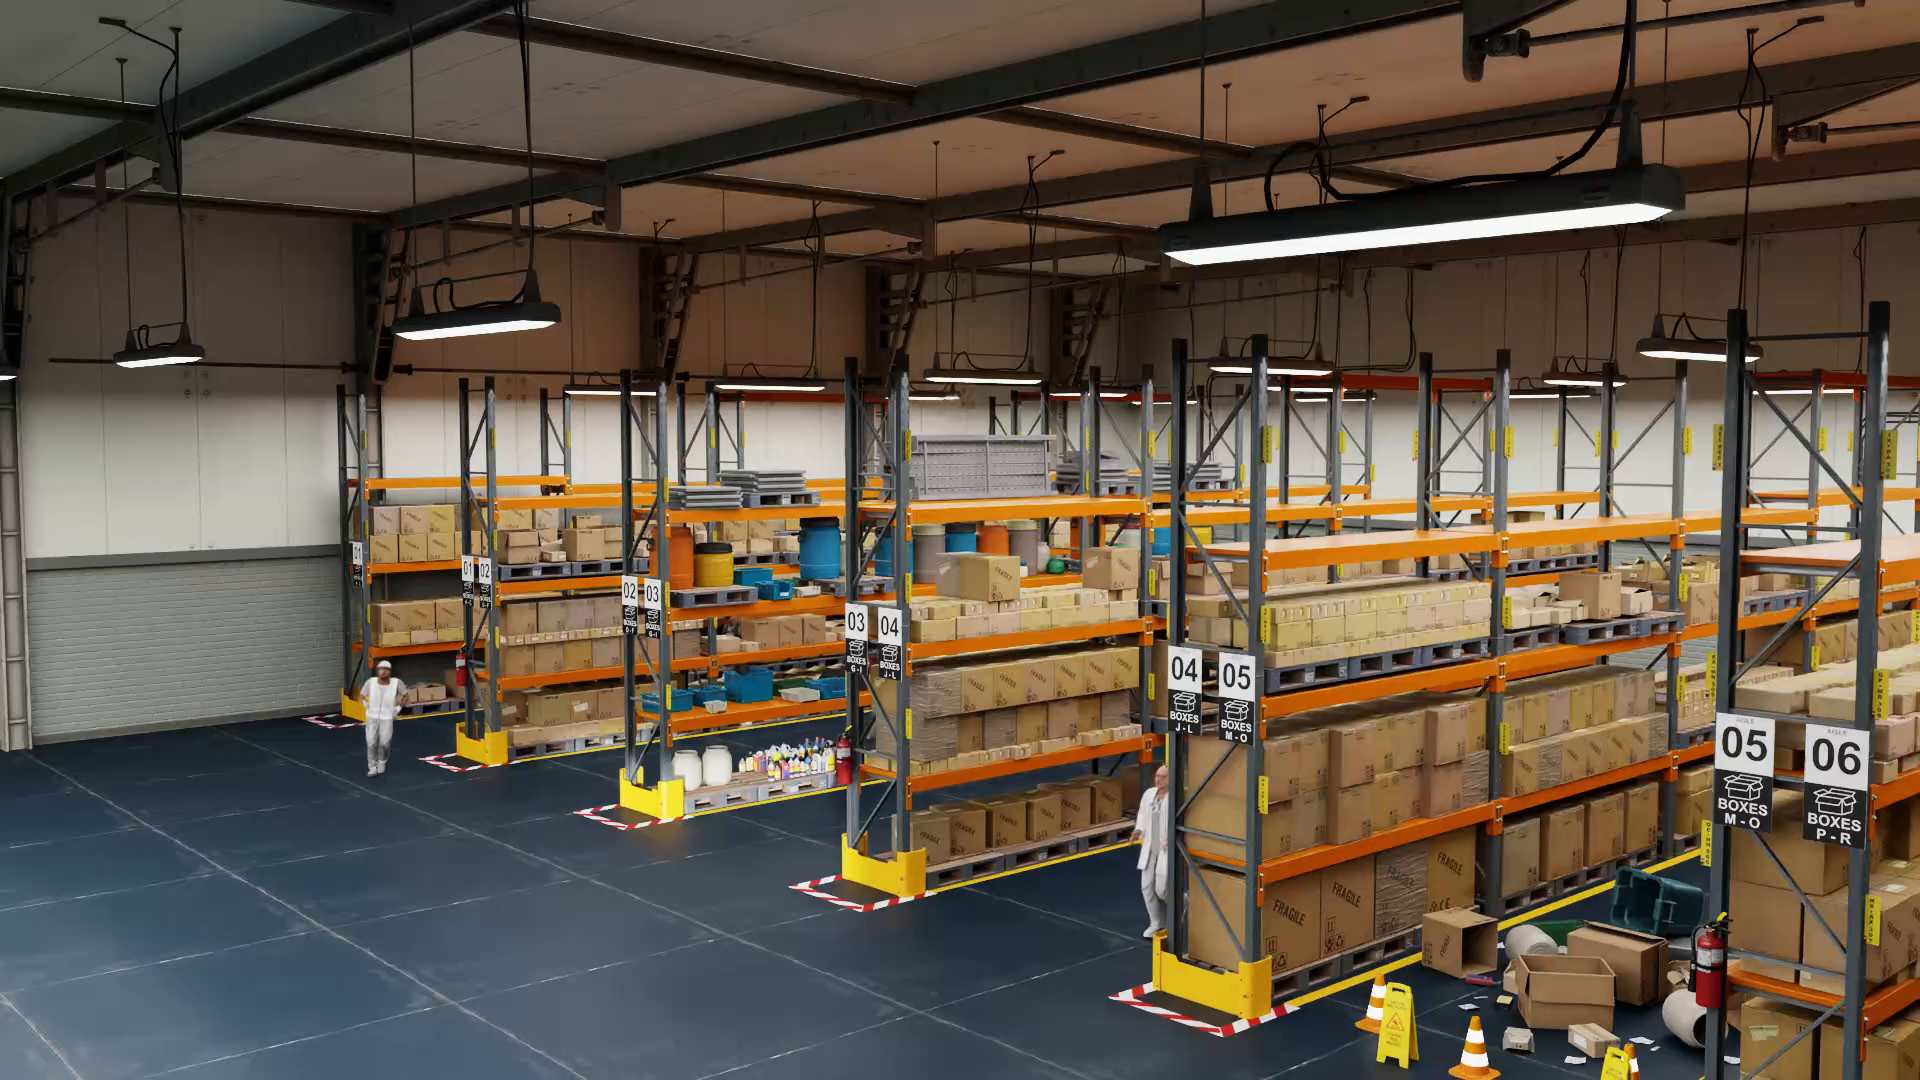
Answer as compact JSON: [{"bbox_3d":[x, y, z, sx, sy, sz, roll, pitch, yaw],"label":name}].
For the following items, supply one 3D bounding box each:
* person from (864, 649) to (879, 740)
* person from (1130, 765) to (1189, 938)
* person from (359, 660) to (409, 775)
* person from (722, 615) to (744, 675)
[{"bbox_3d":[-1.387,2.453,28.115,0.577,1.716,0.906,3,5,40],"label":"person"},{"bbox_3d":[2.096,3.173,17.069,0.737,1.738,0.675,3,5,39],"label":"person"},{"bbox_3d":[-8.611,2.662,24.802,0.691,1.727,0.602,-1,4,-10],"label":"person"},{"bbox_3d":[-4.311,2.212,31.834,0.605,1.771,0.844,3,5,41],"label":"person"}]
